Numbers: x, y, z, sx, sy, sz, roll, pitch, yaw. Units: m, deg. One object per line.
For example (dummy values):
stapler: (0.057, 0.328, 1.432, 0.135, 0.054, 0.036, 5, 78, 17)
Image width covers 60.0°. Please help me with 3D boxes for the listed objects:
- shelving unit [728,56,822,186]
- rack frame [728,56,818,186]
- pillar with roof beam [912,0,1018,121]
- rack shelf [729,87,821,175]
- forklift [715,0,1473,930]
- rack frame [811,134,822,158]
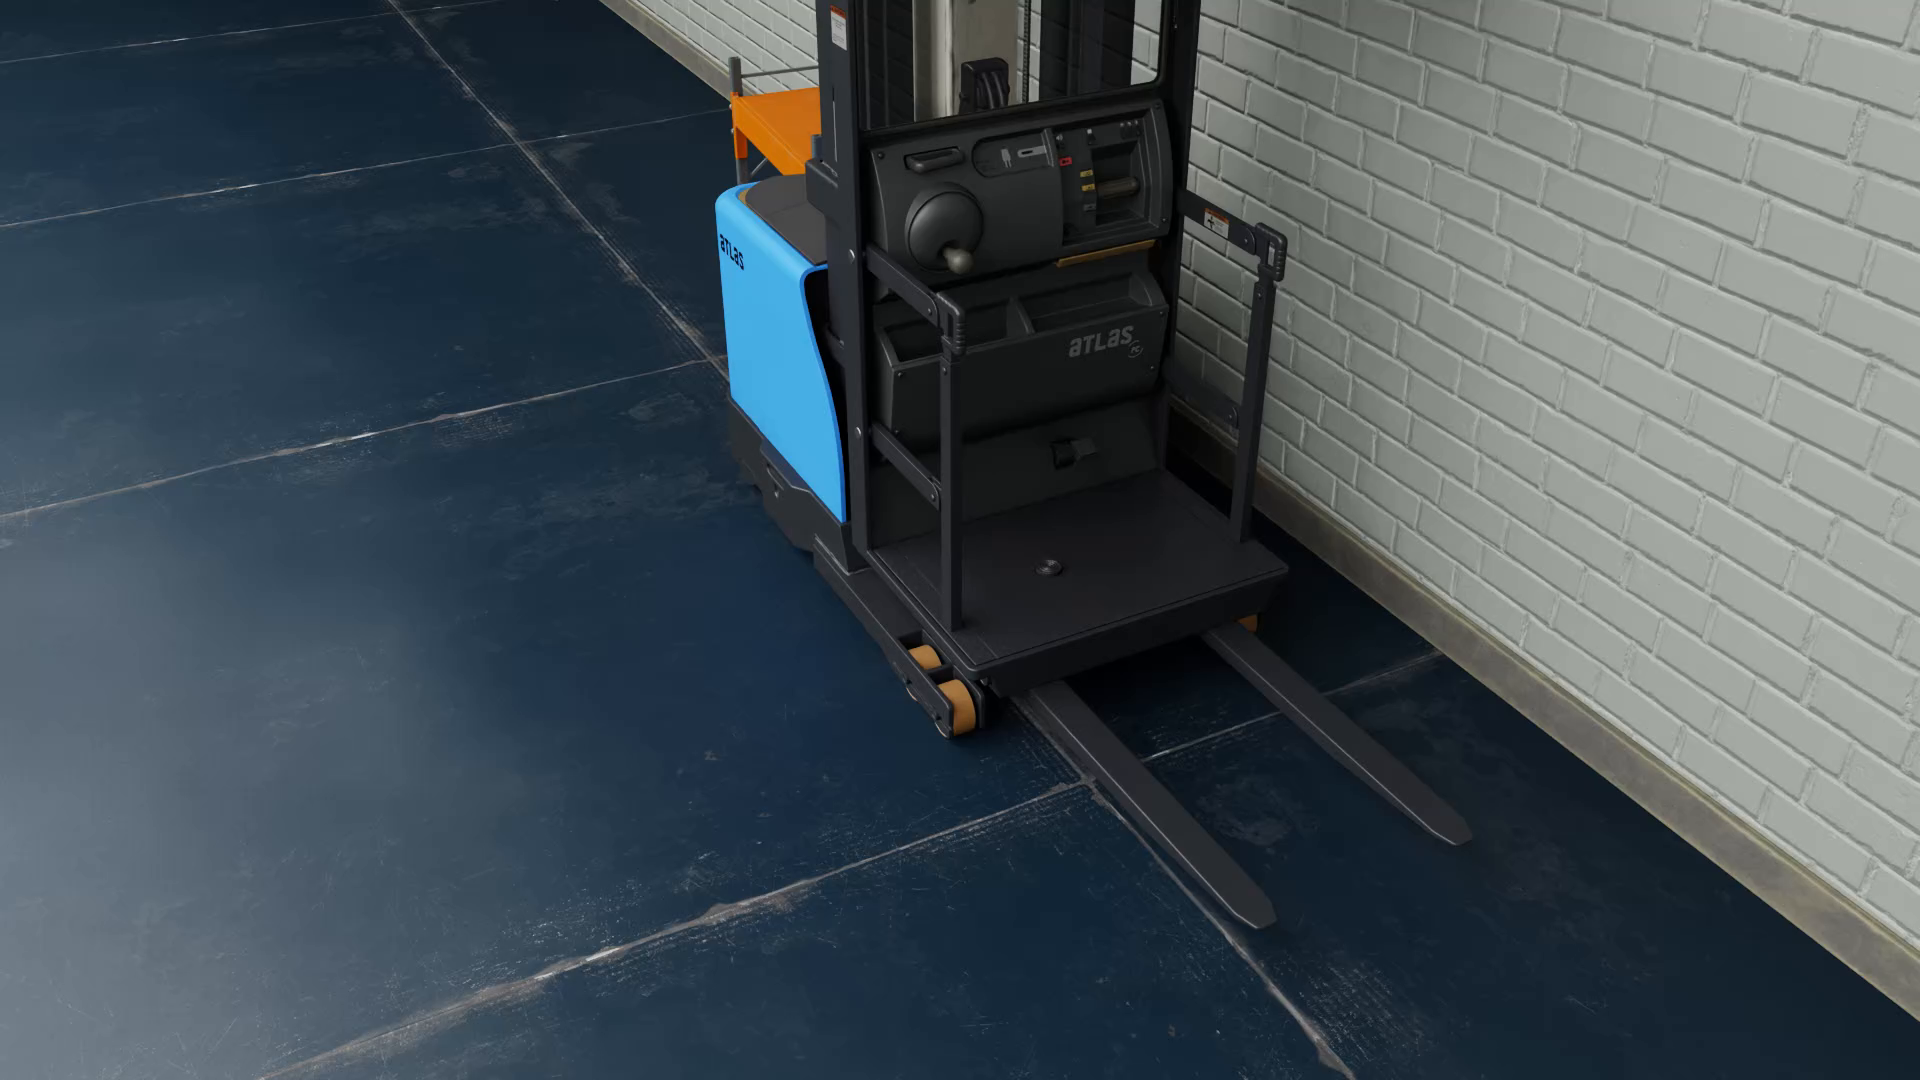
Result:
shelving unit: (-0.498, -1.264, 6.680, 0.538, 1.125, 1.048, -13, 35, -20)
rack frame: (-0.699, -1.516, 7.073, 0.500, 1.125, 0.032, -13, 35, -20)
pillar with roof beam: (-3.802, -3.757, 3.272, 9.100, 9.000, 0.400, -16, 36, -23)
rack shelf: (-0.498, -1.510, 6.522, 0.538, 0.278, 1.000, -13, 35, -20)
forklift: (0.290, -0.937, 4.496, 1.130, 2.935, 3.031, -16, 36, -23)
rack frame: (-0.296, -1.012, 6.287, 0.500, 1.125, 0.032, -13, 35, -20)
